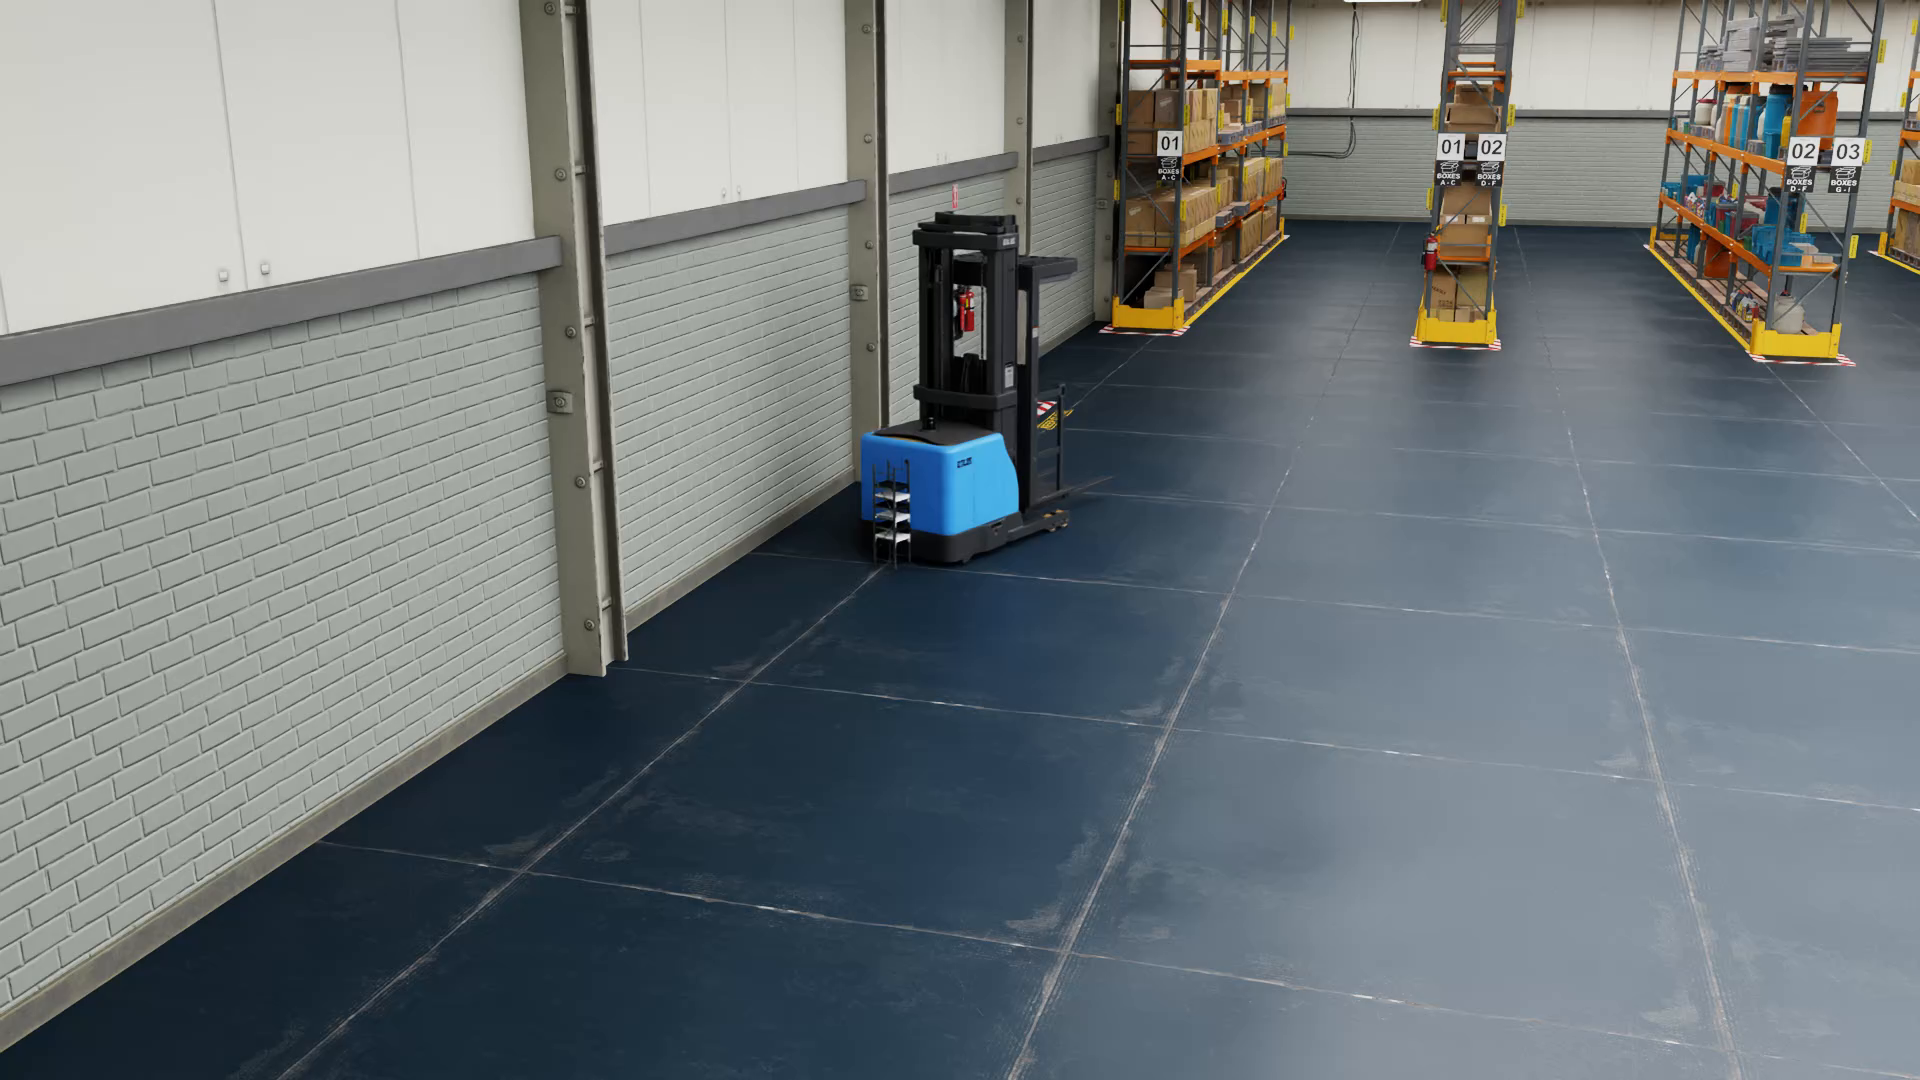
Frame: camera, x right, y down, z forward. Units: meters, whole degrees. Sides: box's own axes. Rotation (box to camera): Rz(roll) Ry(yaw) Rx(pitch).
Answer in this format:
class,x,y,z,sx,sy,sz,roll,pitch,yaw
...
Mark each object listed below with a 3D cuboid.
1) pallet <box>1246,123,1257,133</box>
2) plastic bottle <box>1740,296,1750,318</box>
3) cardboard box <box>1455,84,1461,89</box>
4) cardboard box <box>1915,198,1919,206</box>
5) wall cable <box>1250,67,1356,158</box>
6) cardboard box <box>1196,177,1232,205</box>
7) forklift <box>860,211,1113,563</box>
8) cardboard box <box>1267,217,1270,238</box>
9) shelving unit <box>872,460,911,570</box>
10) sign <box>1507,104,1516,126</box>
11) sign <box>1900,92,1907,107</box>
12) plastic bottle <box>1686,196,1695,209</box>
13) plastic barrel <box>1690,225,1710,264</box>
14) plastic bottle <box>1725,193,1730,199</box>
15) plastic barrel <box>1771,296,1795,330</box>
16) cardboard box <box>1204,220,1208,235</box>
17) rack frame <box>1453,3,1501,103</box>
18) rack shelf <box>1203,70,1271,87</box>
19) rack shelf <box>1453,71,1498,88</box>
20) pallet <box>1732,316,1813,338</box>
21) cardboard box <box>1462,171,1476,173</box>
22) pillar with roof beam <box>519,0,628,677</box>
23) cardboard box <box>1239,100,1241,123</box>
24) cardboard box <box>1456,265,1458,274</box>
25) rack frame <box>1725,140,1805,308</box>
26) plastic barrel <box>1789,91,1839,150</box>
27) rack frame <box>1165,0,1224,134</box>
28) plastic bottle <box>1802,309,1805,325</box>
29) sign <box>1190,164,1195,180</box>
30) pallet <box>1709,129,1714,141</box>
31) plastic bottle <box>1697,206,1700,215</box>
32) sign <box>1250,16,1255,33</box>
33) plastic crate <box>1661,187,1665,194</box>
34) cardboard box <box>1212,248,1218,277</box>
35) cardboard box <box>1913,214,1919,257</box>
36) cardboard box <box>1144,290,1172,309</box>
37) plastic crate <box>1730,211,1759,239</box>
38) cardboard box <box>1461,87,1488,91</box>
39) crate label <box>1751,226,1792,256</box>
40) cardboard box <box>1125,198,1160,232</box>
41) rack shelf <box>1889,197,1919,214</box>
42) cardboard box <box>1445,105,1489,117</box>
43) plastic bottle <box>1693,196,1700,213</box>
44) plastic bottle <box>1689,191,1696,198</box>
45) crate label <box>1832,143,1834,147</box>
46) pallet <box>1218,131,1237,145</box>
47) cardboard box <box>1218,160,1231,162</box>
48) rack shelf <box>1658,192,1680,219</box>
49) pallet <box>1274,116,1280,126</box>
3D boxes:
class,x,y,z,sx,sy,sz,roll,pitch,yaw
pallet,5.834,-8.904,35.995,1.003,0.211,1.213,5,17,18
plastic bottle,12.894,-3.821,27.273,0.144,0.351,0.185,5,17,18
cardboard box,12.057,-10.509,39.291,0.700,0.500,0.500,5,16,16
cardboard box,20.908,-7.302,35.956,0.380,0.149,0.250,4,16,15
wall cable,9.610,-12.024,46.842,3.097,2.526,0.112,5,16,16
cardboard box,5.130,-7.075,33.705,0.700,0.500,0.500,3,16,11
forklift,0.379,-1.553,15.355,1.130,2.935,3.031,11,19,34
cardboard box,7.128,-7.586,40.309,0.700,0.500,0.500,5,17,17
shelving unit,-0.591,-0.220,14.376,0.258,0.900,0.210,11,19,34
sign,8.394,-6.468,25.312,0.100,0.325,0.005,5,16,16
sign,21.377,-9.974,37.673,0.100,0.325,0.005,5,16,16
plastic bottle,15.421,-7.118,35.076,0.152,0.276,0.135,5,16,16
plastic barrel,15.650,-6.231,34.798,0.600,0.901,0.708,5,16,16
plastic bottle,16.075,-7.075,34.789,0.144,0.351,0.185,5,16,16
plastic barrel,12.868,-3.540,26.023,0.421,0.512,0.421,0,16,0
cardboard box,4.128,-5.568,29.621,0.500,0.250,0.500,5,16,16
rack frame,12.411,-11.683,39.948,1.000,3.000,0.127,5,16,16
rack shelf,5.955,-9.958,35.917,1.077,0.370,4.000,5,16,16
rack shelf,10.706,-9.575,34.566,1.077,0.370,4.000,5,16,16
pallet,13.173,-3.438,26.984,1.003,0.211,1.213,5,16,16
cardboard box,8.738,-6.081,28.630,0.700,0.500,0.500,5,16,16
pillar with roof beam,1.495,-3.087,9.643,9.100,9.000,0.400,5,16,16
cardboard box,5.570,-9.064,35.221,0.700,0.500,0.500,4,16,13
cardboard box,8.841,-4.934,30.391,0.500,0.311,0.500,5,16,16
rack frame,13.749,-5.272,28.340,1.000,3.000,0.127,5,16,16
plastic barrel,12.628,-6.214,24.608,0.600,0.830,0.708,5,16,16
rack frame,4.250,-8.926,30.230,1.000,3.000,0.127,5,16,16
plastic bottle,13.426,-3.575,26.550,0.097,0.271,0.097,0,16,0
sign,4.854,-7.686,34.729,0.100,0.325,0.005,5,16,16
pallet,15.197,-7.863,32.325,1.003,0.211,1.213,5,16,16
plastic bottle,14.901,-6.629,33.489,0.097,0.201,0.097,0,16,0
sign,5.910,-10.421,33.642,0.100,0.325,0.005,5,16,16
plastic crate,16.602,-8.197,39.026,0.250,0.136,0.298,5,16,16
cardboard box,4.726,-5.513,32.963,0.700,0.500,0.500,5,17,17
cardboard box,21.291,-6.563,36.015,0.875,0.875,0.875,5,16,16
cardboard box,3.396,-4.086,28.280,0.500,0.311,0.500,3,16,10
plastic crate,13.593,-5.453,28.862,0.402,0.464,0.583,5,16,16
cardboard box,10.267,-8.789,33.229,0.500,0.500,0.500,5,16,16
crate label,12.876,-4.745,26.417,0.502,0.435,0.616,5,16,16
cardboard box,3.043,-5.432,27.768,0.500,0.500,0.500,4,16,15
rack shelf,21.339,-7.158,36.308,1.077,0.370,4.000,5,16,16
cardboard box,8.412,-6.998,27.714,0.797,0.503,0.637,7,17,22
plastic bottle,15.092,-6.854,34.009,0.144,0.351,0.185,5,16,16
plastic bottle,15.600,-7.264,35.453,0.144,0.351,0.185,5,16,16
crate label,13.461,-6.061,25.898,0.502,0.251,0.408,5,16,16
pallet,4.528,-7.546,31.205,1.213,0.211,1.003,5,16,16
cardboard box,5.711,-8.190,36.487,0.500,0.250,0.500,4,16,15
rack shelf,16.590,-7.542,37.662,1.077,0.370,4.000,5,16,16
pallet,7.115,-10.065,39.904,1.003,0.211,1.213,5,16,16
